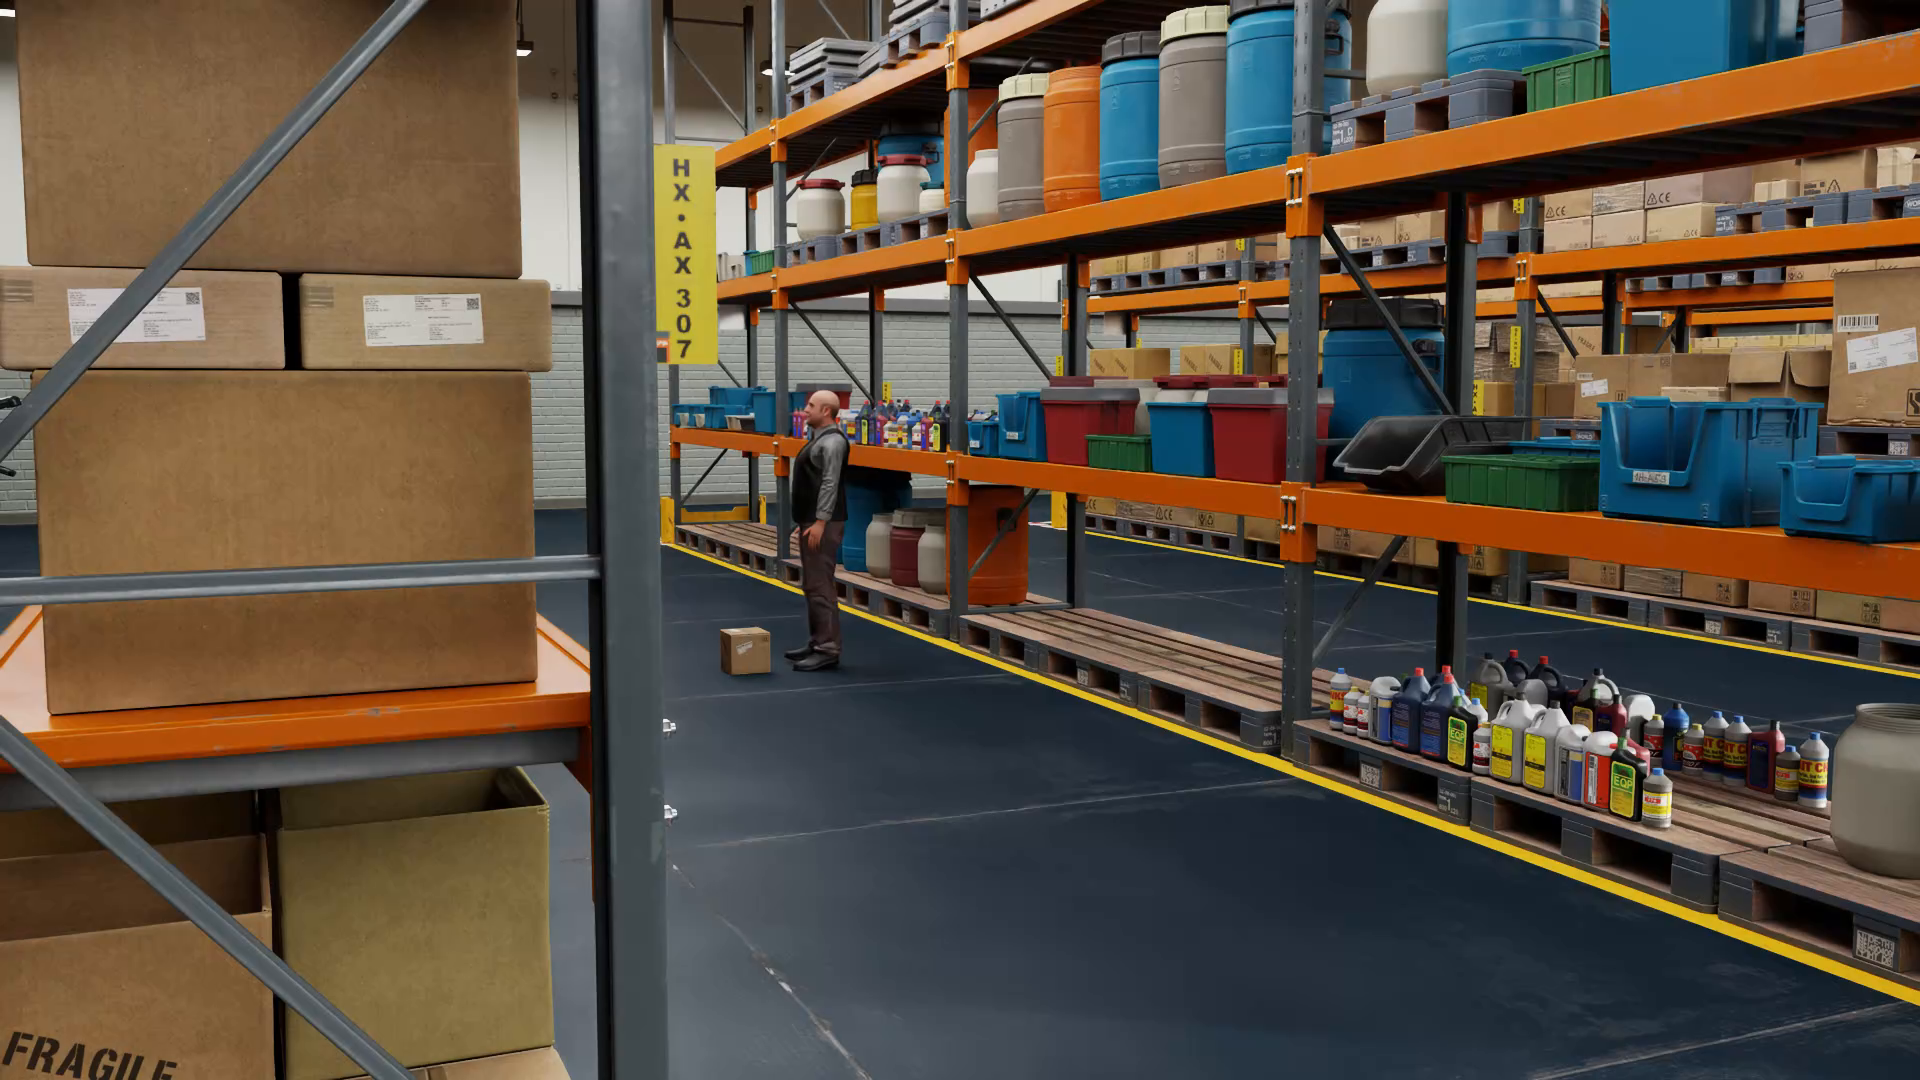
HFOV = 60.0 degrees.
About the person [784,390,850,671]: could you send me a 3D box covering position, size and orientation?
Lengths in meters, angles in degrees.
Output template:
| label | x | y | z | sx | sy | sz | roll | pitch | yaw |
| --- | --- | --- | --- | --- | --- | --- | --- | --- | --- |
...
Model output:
| label | x | y | z | sx | sy | sz | roll | pitch | yaw |
| --- | --- | --- | --- | --- | --- | --- | --- | --- | --- |
| person | -0.909 | -0.069 | 10.520 | 0.401 | 1.749 | 0.563 | -1 | 5 | -11 |
